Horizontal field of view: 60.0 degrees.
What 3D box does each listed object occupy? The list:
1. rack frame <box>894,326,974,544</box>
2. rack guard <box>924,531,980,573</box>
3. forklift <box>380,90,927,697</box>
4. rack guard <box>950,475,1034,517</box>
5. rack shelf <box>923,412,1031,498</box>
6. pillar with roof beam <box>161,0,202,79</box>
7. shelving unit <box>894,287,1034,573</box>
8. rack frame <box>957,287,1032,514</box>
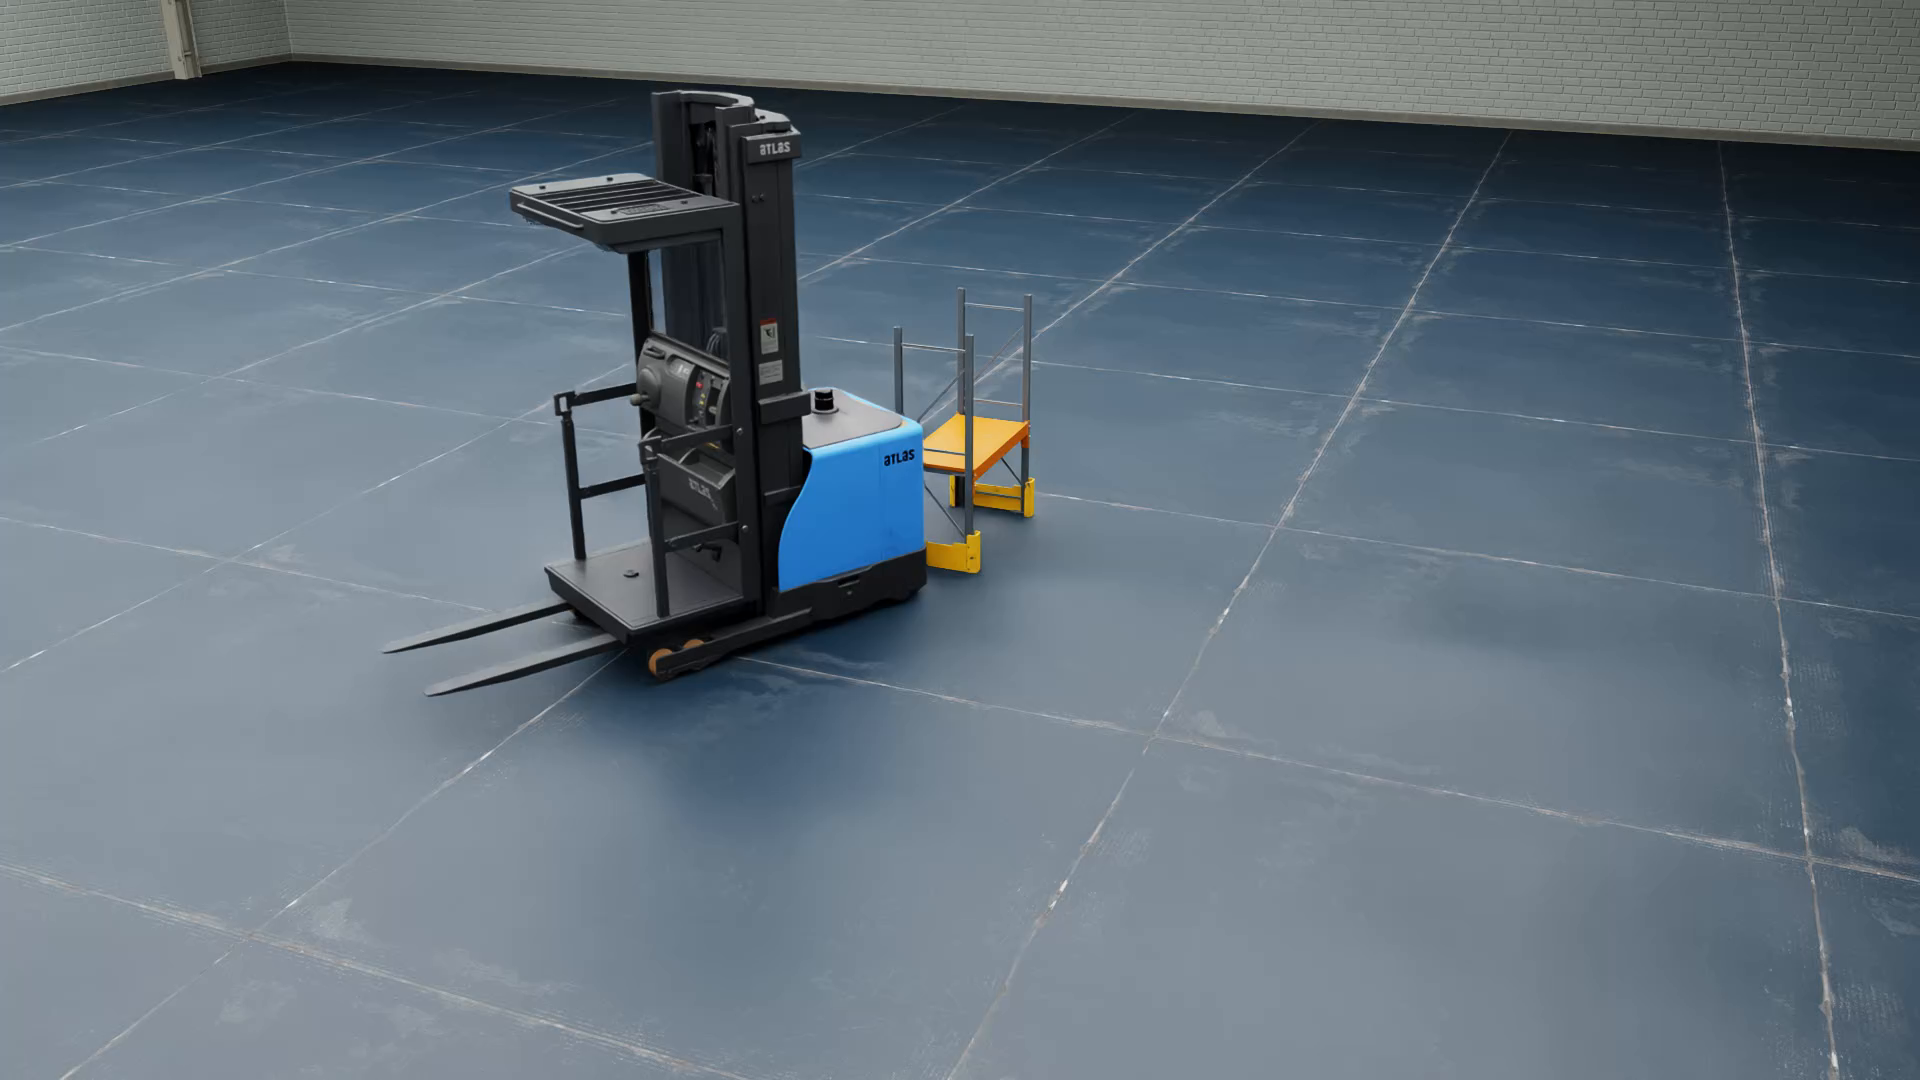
[{"bbox_3d":[-0.157,-0.541,10.098,0.500,1.500,0.032,9,24,20],"label":"rack frame"},{"bbox_3d":[-0.157,0.036,10.340,0.587,0.250,0.087,9,24,20],"label":"rack guard"},{"bbox_3d":[-1.671,-0.828,8.929,3.031,2.935,1.130,-17,28,-35],"label":"forklift"},{"bbox_3d":[0.213,-0.321,11.194,0.587,0.250,0.087,9,24,20],"label":"rack guard"},{"bbox_3d":[0.032,-0.557,10.603,0.538,0.185,1.000,9,24,20],"label":"rack shelf"},{"bbox_3d":[-10.919,-12.470,28.929,9.100,9.000,0.400,9,24,20],"label":"pillar with roof beam"},{"bbox_3d":[0.028,-0.719,10.526,0.587,1.500,1.083,9,24,20],"label":"shelving unit"},{"bbox_3d":[0.221,-0.904,10.970,0.500,1.500,0.032,9,24,20],"label":"rack frame"}]
